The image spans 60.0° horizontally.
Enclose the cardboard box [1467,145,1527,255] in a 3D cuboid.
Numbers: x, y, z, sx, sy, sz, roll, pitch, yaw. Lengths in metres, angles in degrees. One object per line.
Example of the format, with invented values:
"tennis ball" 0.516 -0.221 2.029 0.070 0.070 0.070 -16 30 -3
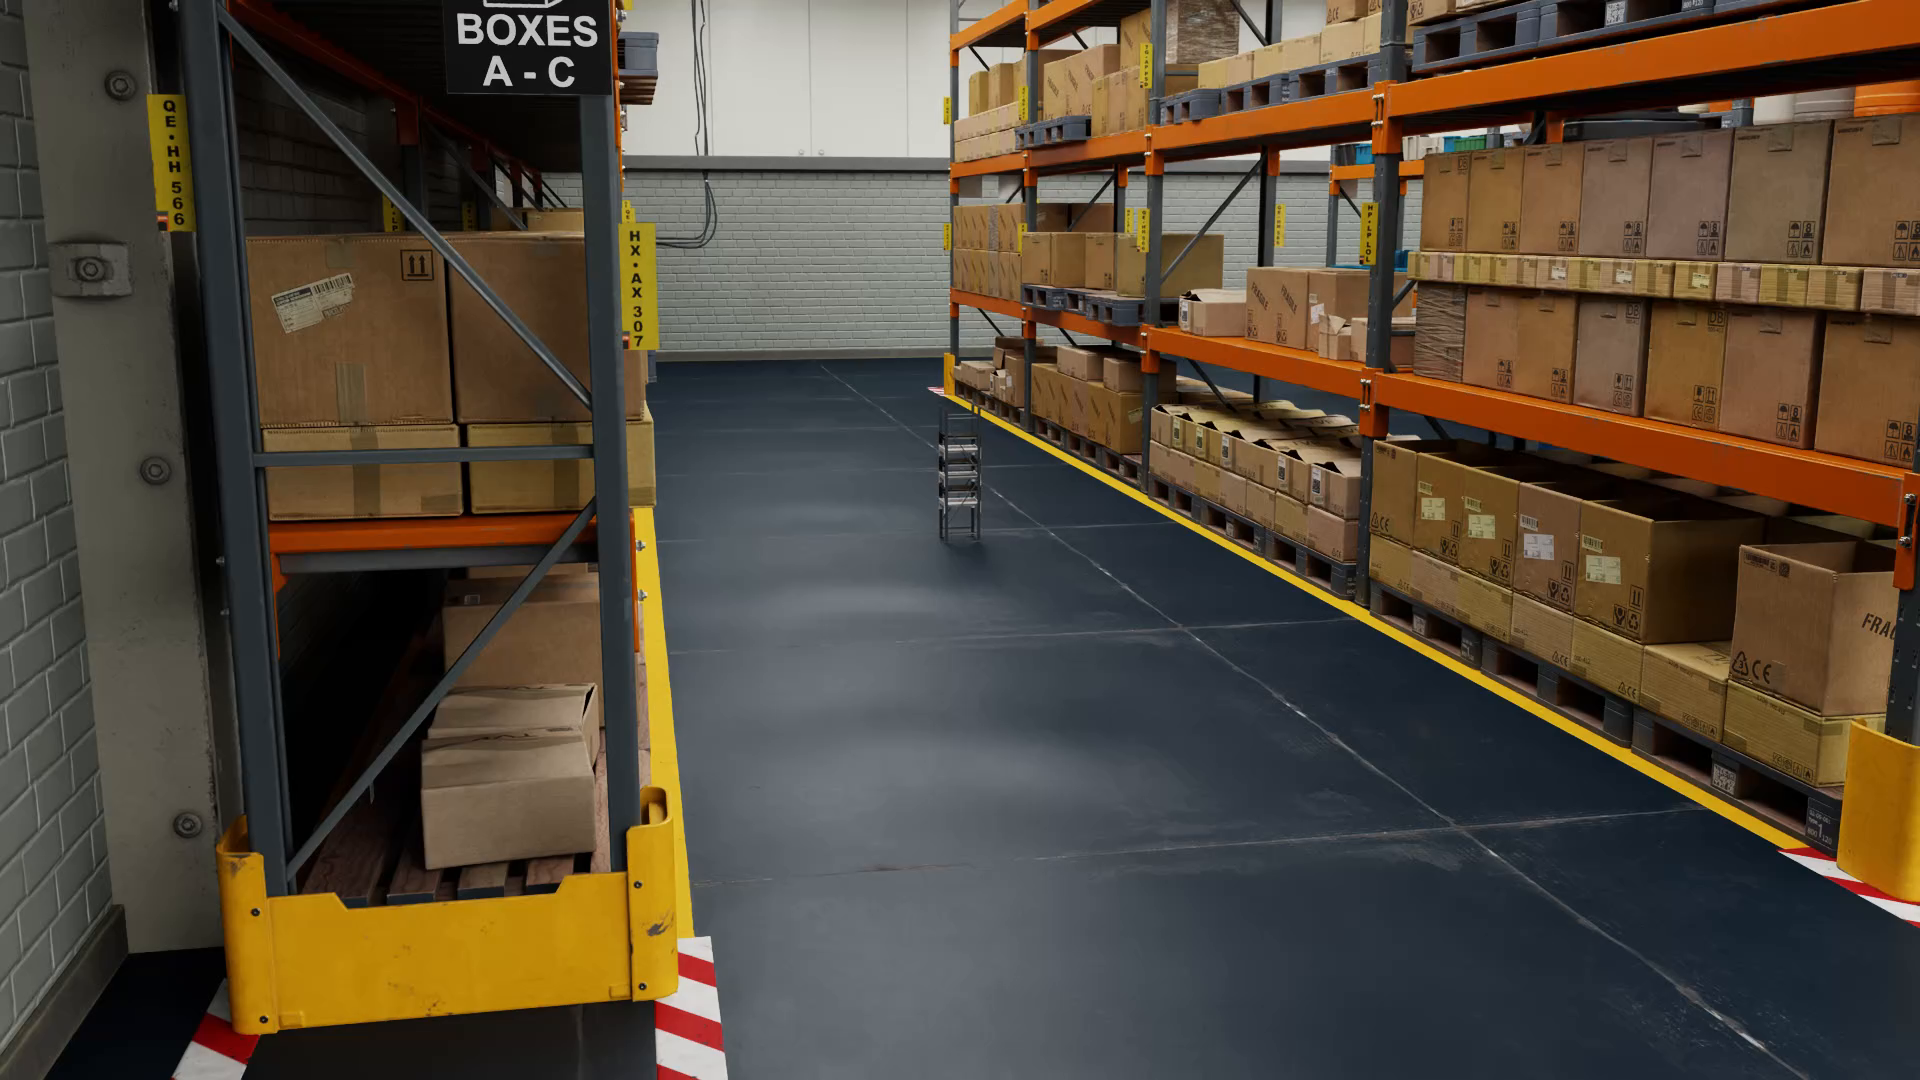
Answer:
"cardboard box" 2.906 -1.638 8.040 0.700 0.500 0.500 -2 11 -11

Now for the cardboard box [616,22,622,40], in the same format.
"cardboard box" -1.573 -2.199 6.387 0.500 0.500 0.500 -3 11 -13

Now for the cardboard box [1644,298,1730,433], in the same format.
"cardboard box" 3.216 -0.714 6.657 0.700 0.500 0.500 -2 11 -11

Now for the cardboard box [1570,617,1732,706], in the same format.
"cardboard box" 2.890 0.483 6.869 0.500 0.250 0.500 -2 11 -11

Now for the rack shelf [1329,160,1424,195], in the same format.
"rack shelf" 5.628 -4.259 19.450 1.077 0.370 4.000 -2 11 -11

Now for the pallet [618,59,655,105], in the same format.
"pallet" -2.365 -2.633 9.485 1.213 0.211 1.003 -2 11 -11

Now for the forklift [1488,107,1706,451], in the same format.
"forklift" 4.664 -1.747 12.538 1.130 2.935 3.031 -2 11 -8

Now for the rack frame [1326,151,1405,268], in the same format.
"rack frame" 5.239 -3.505 21.590 1.000 3.000 0.127 -2 11 -11

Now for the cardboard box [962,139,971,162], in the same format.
"cardboard box" 0.315 -4.530 19.353 0.500 0.250 0.500 -2 11 -11

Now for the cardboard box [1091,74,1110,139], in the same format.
"cardboard box" 1.618 -3.649 14.055 0.910 0.500 0.500 -2 11 -11

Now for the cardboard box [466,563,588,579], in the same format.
"cardboard box" -1.903 0.257 7.334 0.500 0.500 0.500 -3 11 -15

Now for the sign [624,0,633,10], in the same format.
"sign" -1.614 -2.693 7.916 0.100 0.325 0.005 -2 11 -11

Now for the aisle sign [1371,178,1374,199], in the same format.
"aisle sign" 5.513 -4.806 21.472 0.394 0.787 0.004 -2 11 -11

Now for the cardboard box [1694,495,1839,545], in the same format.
"cardboard box" 3.397 0.096 6.897 0.500 0.500 0.500 -2 11 -11

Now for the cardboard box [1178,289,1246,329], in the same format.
"cardboard box" 1.964 -1.746 12.588 0.500 0.311 0.500 -1 11 -7

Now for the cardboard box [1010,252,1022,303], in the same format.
"cardboard box" 0.809 -2.724 17.216 0.500 0.500 0.500 -2 11 -10

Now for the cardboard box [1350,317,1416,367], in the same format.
"cardboard box" 2.575 -1.140 9.564 0.500 0.250 0.500 -1 11 -7

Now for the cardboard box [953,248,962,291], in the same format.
"cardboard box" 0.208 -3.284 20.160 0.500 0.500 0.500 -2 11 -10

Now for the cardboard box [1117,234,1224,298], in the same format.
"cardboard box" 1.703 -2.225 13.475 0.700 0.500 0.500 -6 12 -30

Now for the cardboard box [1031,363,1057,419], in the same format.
"cardboard box" 1.013 -1.483 16.473 0.500 0.500 0.500 -3 11 -14

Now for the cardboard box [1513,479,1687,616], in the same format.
"cardboard box" 2.791 0.023 7.280 0.500 0.500 0.500 -2 11 -11

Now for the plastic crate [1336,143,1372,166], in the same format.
"plastic crate" 5.041 -4.834 20.898 0.497 0.269 0.590 -2 11 -11

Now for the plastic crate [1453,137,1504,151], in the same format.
"plastic crate" 5.638 -4.208 17.826 0.450 0.188 0.662 -2 11 -11

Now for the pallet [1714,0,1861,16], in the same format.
"pallet" 3.380 -1.952 5.644 1.003 0.211 1.213 -2 11 -11

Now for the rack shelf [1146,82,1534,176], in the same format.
"rack shelf" 2.325 -2.612 10.798 1.077 0.370 4.000 -2 11 -11

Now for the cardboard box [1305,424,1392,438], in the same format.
"cardboard box" 2.578 -0.623 11.177 0.500 0.311 0.500 -2 11 -9

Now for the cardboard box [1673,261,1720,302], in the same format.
"cardboard box" 3.030 -1.011 6.486 0.380 0.149 0.250 -2 11 -9

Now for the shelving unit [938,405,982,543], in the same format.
"shelving unit" -0.002 -0.444 11.120 0.258 0.900 0.210 -2 11 -11

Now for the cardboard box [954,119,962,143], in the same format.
"cardboard box" 0.224 -4.868 19.789 0.500 0.250 0.500 -2 11 -11

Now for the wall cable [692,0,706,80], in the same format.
"wall cable" -2.574 -8.196 24.990 3.097 2.526 0.112 -2 11 -11

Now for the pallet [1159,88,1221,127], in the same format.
"pallet" 2.156 -3.118 12.039 1.213 0.211 1.003 -2 11 -8

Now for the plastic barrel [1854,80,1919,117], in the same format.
"plastic barrel" 6.869 -3.444 12.098 0.600 0.830 0.708 -2 11 -11

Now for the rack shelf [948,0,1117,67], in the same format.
"rack shelf" 0.769 -5.551 18.227 1.077 0.370 4.000 -2 11 -11

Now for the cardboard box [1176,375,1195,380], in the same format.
"cardboard box" 1.821 -1.224 15.114 0.500 0.500 0.500 -3 11 -13

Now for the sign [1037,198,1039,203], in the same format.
"sign" 0.928 -4.066 20.596 0.100 0.325 0.005 -2 11 -11

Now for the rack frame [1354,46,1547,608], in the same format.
"rack frame" 2.714 -1.125 9.084 1.000 3.000 0.127 -2 11 -11

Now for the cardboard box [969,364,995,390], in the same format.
"cardboard box" 0.402 -1.898 19.322 0.500 0.250 0.500 -2 11 -11

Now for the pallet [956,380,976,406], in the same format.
"pallet" 0.551 -1.796 20.067 1.003 0.211 1.213 -2 11 -11

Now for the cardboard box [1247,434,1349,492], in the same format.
"cardboard box" 2.152 -0.507 10.566 0.500 0.311 0.500 -2 11 -11

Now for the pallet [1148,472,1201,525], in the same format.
"pallet" 2.058 -0.336 12.399 1.003 0.211 1.213 -2 11 -11

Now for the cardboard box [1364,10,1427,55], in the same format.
"cardboard box" 2.603 -2.844 9.374 0.500 0.250 0.500 -1 11 -5

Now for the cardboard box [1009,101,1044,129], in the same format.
"cardboard box" 0.797 -4.317 16.896 0.500 0.250 0.500 -2 11 -11

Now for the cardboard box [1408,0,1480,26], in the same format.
"cardboard box" 2.553 -2.821 8.206 0.500 0.500 0.500 -1 11 -6

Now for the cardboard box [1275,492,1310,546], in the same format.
"cardboard box" 2.252 -0.139 10.134 0.500 0.250 0.500 -2 11 -12

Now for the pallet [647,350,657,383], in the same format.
"pallet" -2.151 -0.995 8.916 1.003 0.211 1.213 -2 11 -11

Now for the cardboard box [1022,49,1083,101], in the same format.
"cardboard box" 1.026 -4.694 16.871 0.700 0.500 0.500 -2 11 -11

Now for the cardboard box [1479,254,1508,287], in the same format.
"cardboard box" 2.729 -1.295 7.976 0.380 0.149 0.250 -2 11 -12

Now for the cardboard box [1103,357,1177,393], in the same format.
"cardboard box" 1.509 -1.388 13.971 0.500 0.250 0.500 -2 11 -9

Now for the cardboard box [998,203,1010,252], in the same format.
"cardboard box" 0.703 -3.310 17.621 0.500 0.500 0.500 -2 11 -12

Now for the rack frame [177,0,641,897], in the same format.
"rack frame" -1.367 -0.210 4.280 1.000 3.000 0.127 -2 11 -11

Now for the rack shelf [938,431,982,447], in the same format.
"rack shelf" -0.002 -0.676 11.076 0.258 0.077 0.200 -2 11 -11

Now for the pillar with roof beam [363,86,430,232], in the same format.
"pillar with roof beam" 0.705 -4.511 10.832 9.100 9.000 0.400 -2 11 -11

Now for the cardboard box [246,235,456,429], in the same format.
"cardboard box" -1.667 -0.594 4.635 0.500 0.500 0.500 -2 11 -12

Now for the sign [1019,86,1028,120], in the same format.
"sign" 0.627 -4.299 16.353 0.100 0.325 0.005 -2 11 -11
